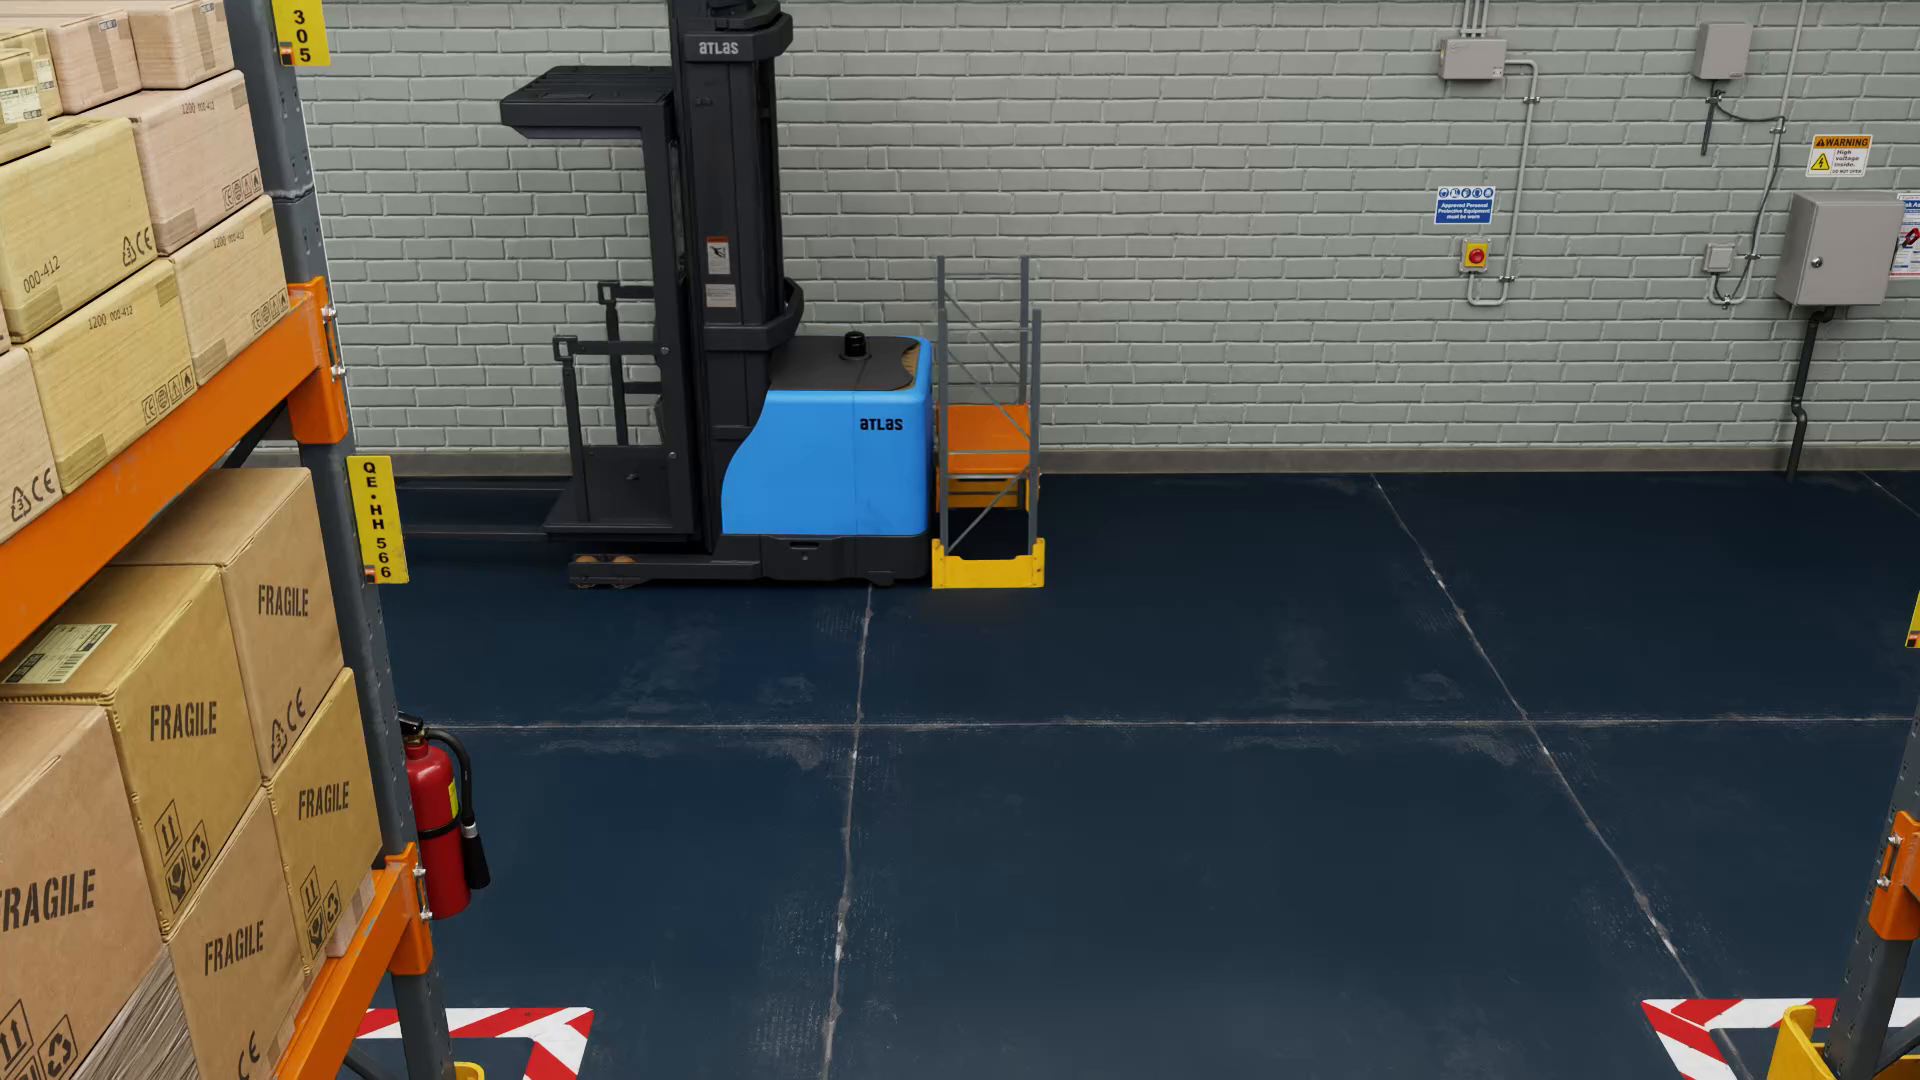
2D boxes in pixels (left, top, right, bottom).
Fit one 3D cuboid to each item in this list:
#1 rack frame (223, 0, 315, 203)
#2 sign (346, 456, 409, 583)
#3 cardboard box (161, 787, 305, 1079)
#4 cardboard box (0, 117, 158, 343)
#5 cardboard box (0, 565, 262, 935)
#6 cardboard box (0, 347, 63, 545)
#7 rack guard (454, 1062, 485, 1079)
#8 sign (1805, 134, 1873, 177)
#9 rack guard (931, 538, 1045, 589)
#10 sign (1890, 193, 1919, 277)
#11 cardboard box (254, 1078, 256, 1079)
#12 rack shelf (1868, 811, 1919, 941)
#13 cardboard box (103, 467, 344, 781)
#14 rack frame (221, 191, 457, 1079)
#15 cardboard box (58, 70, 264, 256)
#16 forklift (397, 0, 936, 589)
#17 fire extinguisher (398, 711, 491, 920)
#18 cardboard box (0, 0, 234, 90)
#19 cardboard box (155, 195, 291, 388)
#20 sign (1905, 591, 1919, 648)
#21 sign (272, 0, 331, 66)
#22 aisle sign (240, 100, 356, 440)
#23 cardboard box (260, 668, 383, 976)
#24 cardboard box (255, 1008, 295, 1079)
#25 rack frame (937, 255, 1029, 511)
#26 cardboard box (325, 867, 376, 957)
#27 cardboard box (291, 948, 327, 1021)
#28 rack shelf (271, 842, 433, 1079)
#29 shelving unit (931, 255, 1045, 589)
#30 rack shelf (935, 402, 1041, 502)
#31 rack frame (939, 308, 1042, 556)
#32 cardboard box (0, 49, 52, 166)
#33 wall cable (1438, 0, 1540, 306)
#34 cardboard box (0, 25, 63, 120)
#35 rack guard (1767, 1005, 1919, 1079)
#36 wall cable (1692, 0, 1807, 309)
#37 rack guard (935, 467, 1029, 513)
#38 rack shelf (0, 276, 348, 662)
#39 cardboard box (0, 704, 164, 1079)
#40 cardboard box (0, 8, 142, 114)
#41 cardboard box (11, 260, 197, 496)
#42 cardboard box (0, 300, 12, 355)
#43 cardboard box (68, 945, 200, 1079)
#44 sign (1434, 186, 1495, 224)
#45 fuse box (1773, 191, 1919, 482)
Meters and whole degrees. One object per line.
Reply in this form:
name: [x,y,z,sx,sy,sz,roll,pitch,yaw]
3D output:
rack frame: [-1.927,-2.113,3.002,1.000,3.000,0.127,0,24,-1]
sign: [-1.372,-0.045,3.922,0.100,0.325,0.005,0,24,-1]
cardboard box: [-1.664,0.836,3.280,0.500,0.500,0.500,-1,24,-1]
cardboard box: [-1.661,-0.506,2.665,0.500,0.250,0.500,-1,24,-2]
cardboard box: [-1.668,0.380,3.074,0.500,0.500,0.500,-1,24,-2]
cardboard box: [-1.653,-0.077,2.322,0.500,0.250,0.500,1,24,2]
rack guard: [-1.926,1.791,4.684,1.175,0.500,0.348,0,24,-1]
sign: [4.981,-2.177,9.422,0.339,0.242,0.001,0,24,-1]
rack guard: [0.146,0.121,8.678,0.587,0.250,0.087,0,24,-1]
sign: [5.531,-1.760,9.618,0.329,0.494,0.001,0,24,-1]
cardboard box: [-1.632,1.179,3.308,0.380,0.149,0.250,0,24,1]
rack shelf: [3.043,1.709,2.705,1.077,0.370,4.000,0,24,-1]
cardboard box: [-1.673,0.171,3.536,0.500,0.500,0.500,-1,24,-2]
rack frame: [-1.927,0.621,4.238,1.000,3.000,0.127,0,24,-1]
cardboard box: [-1.668,-0.717,3.131,0.500,0.250,0.500,-1,24,-2]
forklift: [-1.663,-1.299,8.565,3.031,2.935,1.130,1,24,1]
fire extinguisher: [-1.468,0.720,4.565,0.296,0.674,0.183,0,24,-1]
cardboard box: [-1.630,-0.952,3.166,0.380,0.149,0.250,0,24,-1]
cardboard box: [-1.657,-0.492,3.239,0.500,0.250,0.500,-1,24,-2]
sign: [2.467,0.126,4.184,0.100,0.325,0.005,0,24,-1]
sign: [-1.372,-1.144,3.425,0.100,0.325,0.005,0,24,-1]
aisle sign: [-1.628,-0.595,3.772,0.394,0.787,0.004,0,24,-1]
cardboard box: [-1.665,0.623,3.749,0.500,0.500,0.500,0,24,1]
cardboard box: [-1.658,1.074,3.540,0.380,0.149,0.250,0,24,-1]
rack frame: [0.126,-0.859,9.329,0.500,1.500,0.032,0,24,-1]
cardboard box: [-1.641,0.868,3.996,0.380,0.149,0.250,0,24,0]
cardboard box: [-1.676,0.971,3.769,0.380,0.149,0.250,0,24,-1]
rack shelf: [-1.905,1.772,2.564,1.077,0.370,4.000,0,24,-1]
shelving unit: [0.136,-0.653,8.875,0.587,1.500,1.083,0,24,-1]
rack shelf: [0.136,-0.486,8.940,0.538,0.185,1.000,0,24,-1]
rack frame: [0.146,-0.440,8.403,0.500,1.500,0.032,0,24,-1]
cardboard box: [-1.610,-0.635,2.467,0.380,0.149,0.250,0,24,0]
wall cable: [2.937,-2.244,9.301,0.585,1.953,0.123,0,24,-1]
cardboard box: [-1.721,-0.744,2.706,0.380,0.149,0.250,-1,24,-2]
rack guard: [3.021,1.686,4.916,1.175,0.500,0.348,0,24,-1]
wall cable: [4.355,-2.241,9.332,0.588,1.984,0.122,0,24,-1]
rack guard: [0.126,-0.289,9.586,0.587,0.250,0.087,0,24,-1]
rack shelf: [-1.905,0.406,1.946,1.077,0.370,4.000,0,24,-1]
cardboard box: [-1.653,0.594,2.600,0.500,0.500,0.500,1,24,2]
cardboard box: [-1.703,-0.850,2.940,0.380,0.149,0.250,0,24,0]
cardboard box: [-1.645,-0.281,2.774,0.500,0.250,0.500,0,24,0]
cardboard box: [-1.658,-0.295,2.198,0.500,0.250,0.500,0,24,0]
cardboard box: [-1.649,1.045,2.818,0.500,0.500,0.500,0,24,0]
sign: [2.888,-1.915,9.516,0.327,0.218,0.001,0,24,-1]
fuse box: [5.039,-1.129,9.670,0.539,1.711,0.414,0,24,-1]
